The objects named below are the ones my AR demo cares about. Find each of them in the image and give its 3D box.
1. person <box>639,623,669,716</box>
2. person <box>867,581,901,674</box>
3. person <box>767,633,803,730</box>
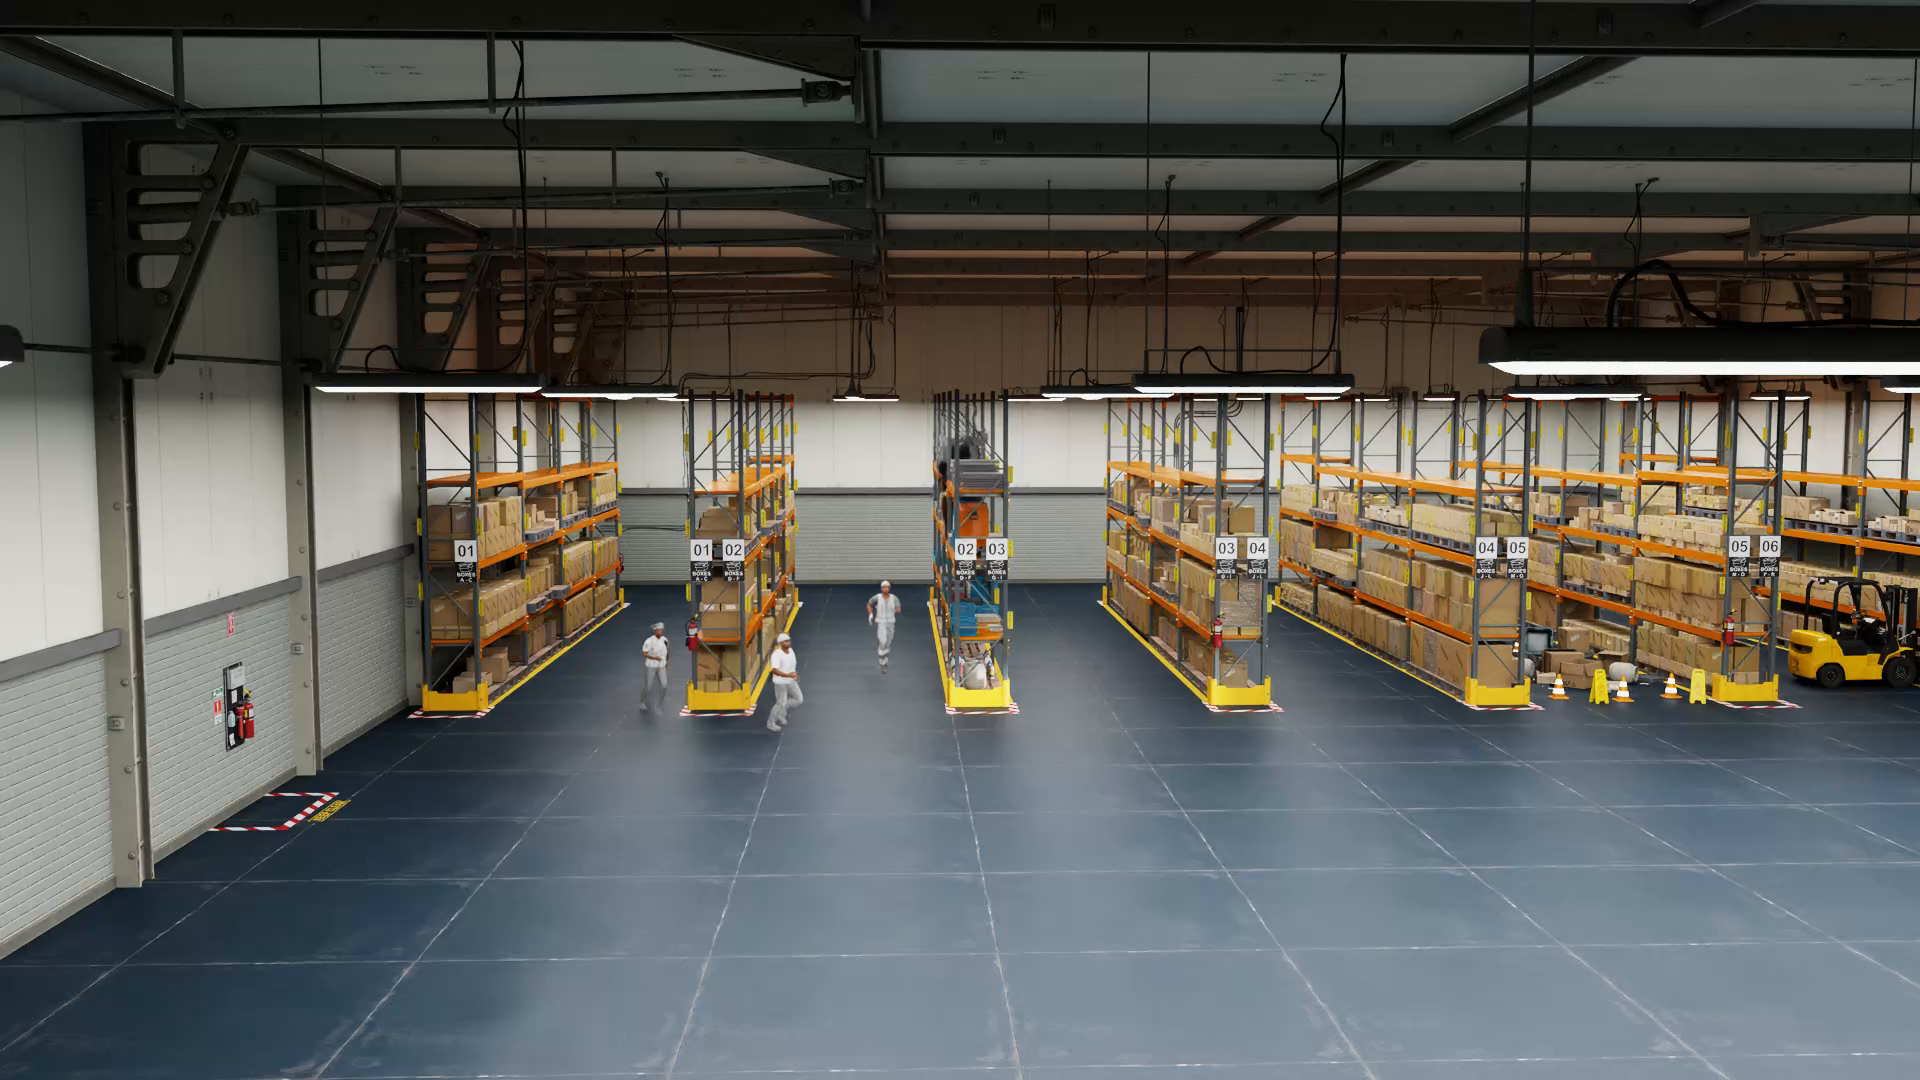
[{"bbox_3d":[-5.630,2.388,30.834,0.610,1.749,0.707,-3,6,-36],"label":"person"},{"bbox_3d":[-1.527,1.776,34.079,0.641,1.890,0.736,-2,5,-20],"label":"person"},{"bbox_3d":[-3.041,2.479,29.144,0.745,1.717,0.728,3,6,33],"label":"person"}]
